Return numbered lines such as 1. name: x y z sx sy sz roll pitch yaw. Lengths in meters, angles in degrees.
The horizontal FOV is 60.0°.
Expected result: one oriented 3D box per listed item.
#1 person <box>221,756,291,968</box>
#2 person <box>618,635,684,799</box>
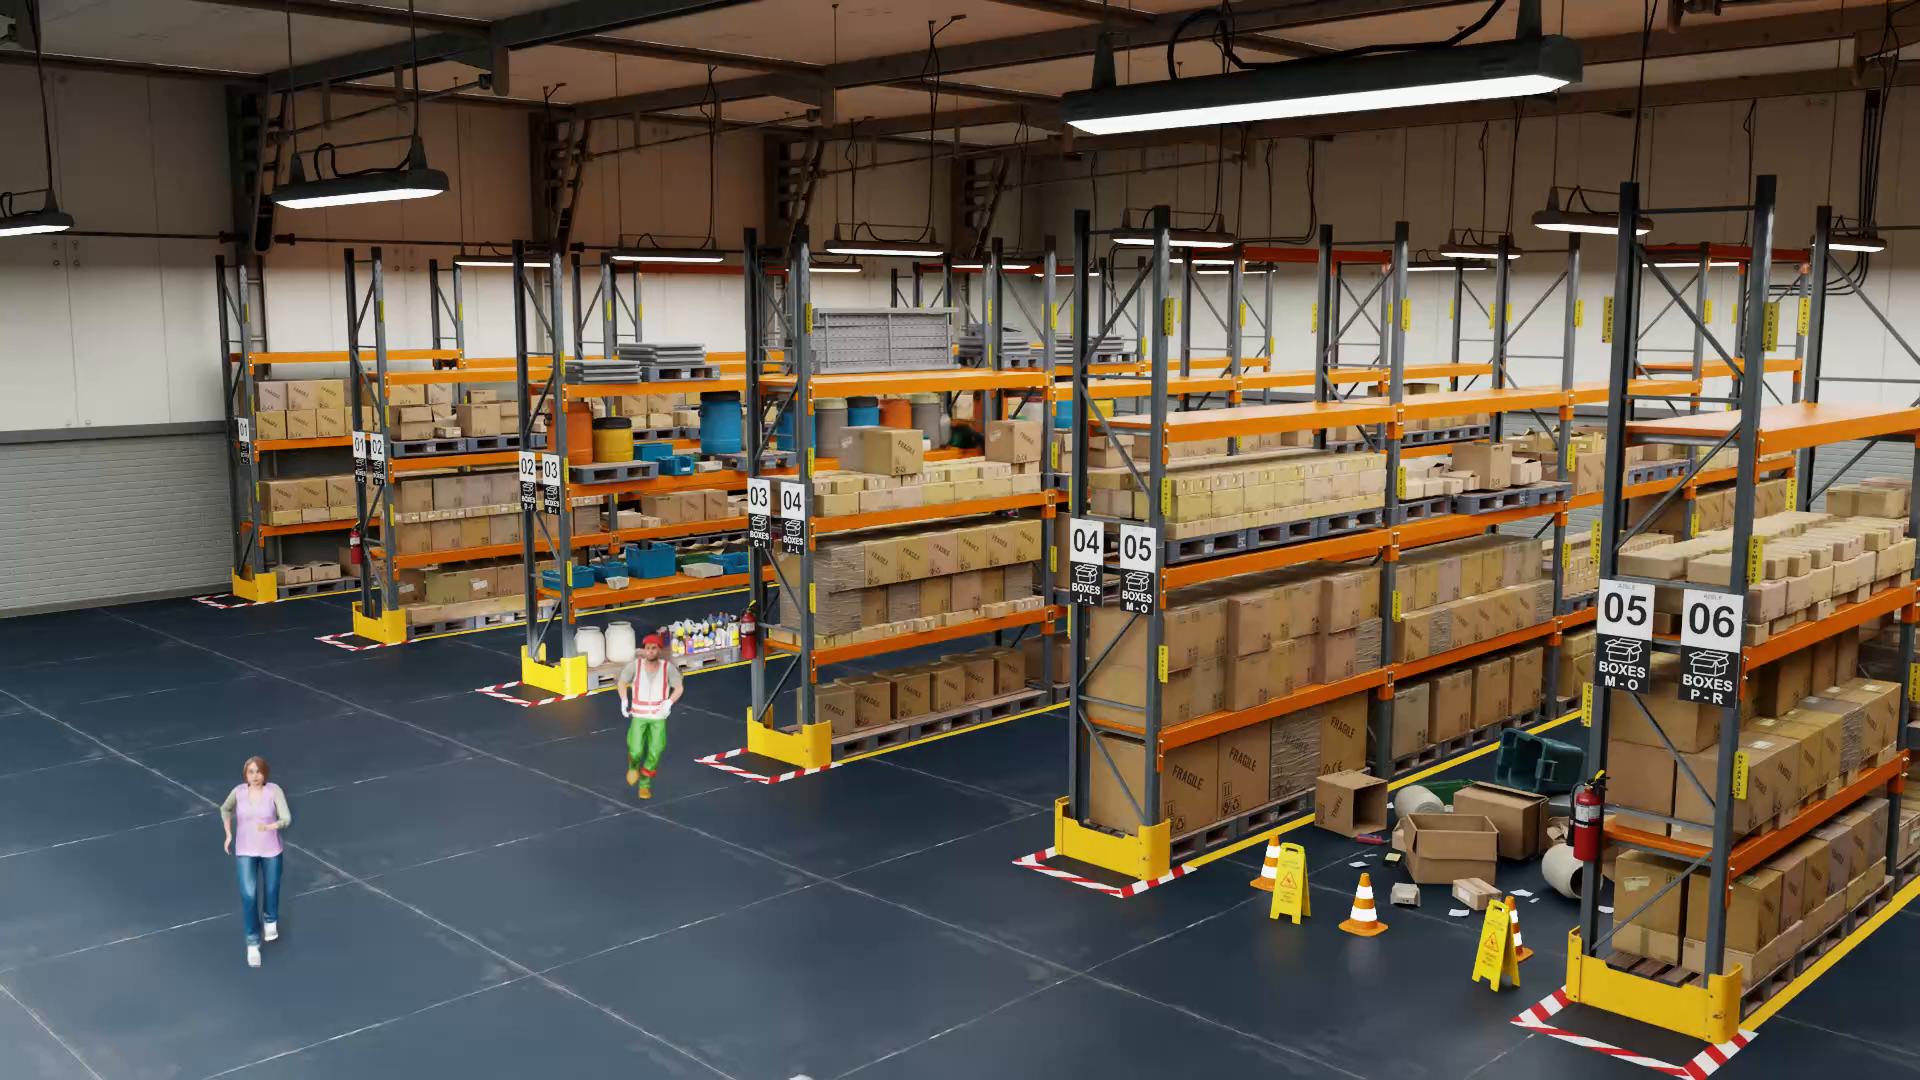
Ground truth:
1. person: -5.571 2.517 13.206 0.505 1.646 0.717 -4 9 -24
2. person: -3.242 1.843 17.478 0.677 1.736 0.558 -1 8 -10
